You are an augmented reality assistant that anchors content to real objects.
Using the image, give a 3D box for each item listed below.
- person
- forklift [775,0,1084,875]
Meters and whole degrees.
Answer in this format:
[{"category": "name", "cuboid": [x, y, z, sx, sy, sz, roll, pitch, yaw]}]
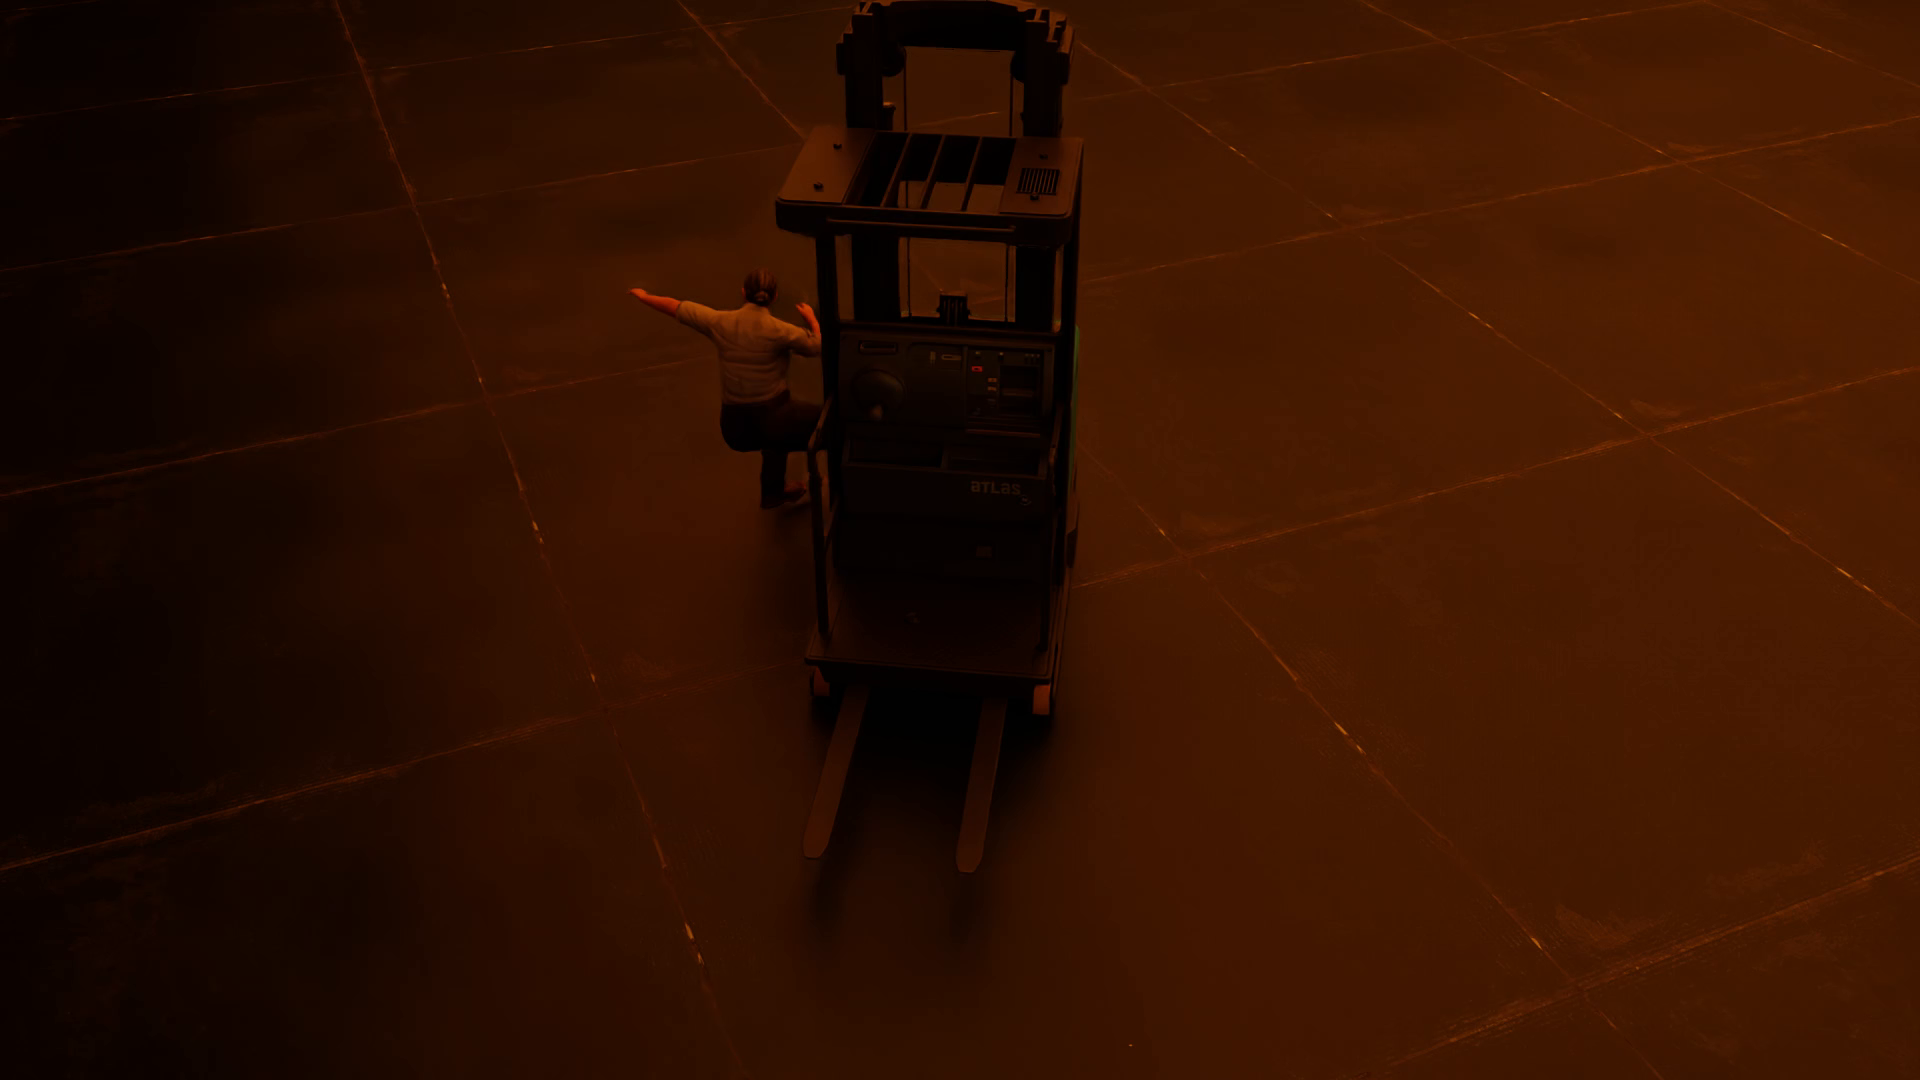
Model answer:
[{"category": "person", "cuboid": [-0.988, -0.766, 8.532, 1.526, 1.377, 0.760, 8, 36, 11]}, {"category": "forklift", "cuboid": [-0.086, -0.617, 6.966, 1.130, 2.935, 3.031, 4, 36, 6]}]
